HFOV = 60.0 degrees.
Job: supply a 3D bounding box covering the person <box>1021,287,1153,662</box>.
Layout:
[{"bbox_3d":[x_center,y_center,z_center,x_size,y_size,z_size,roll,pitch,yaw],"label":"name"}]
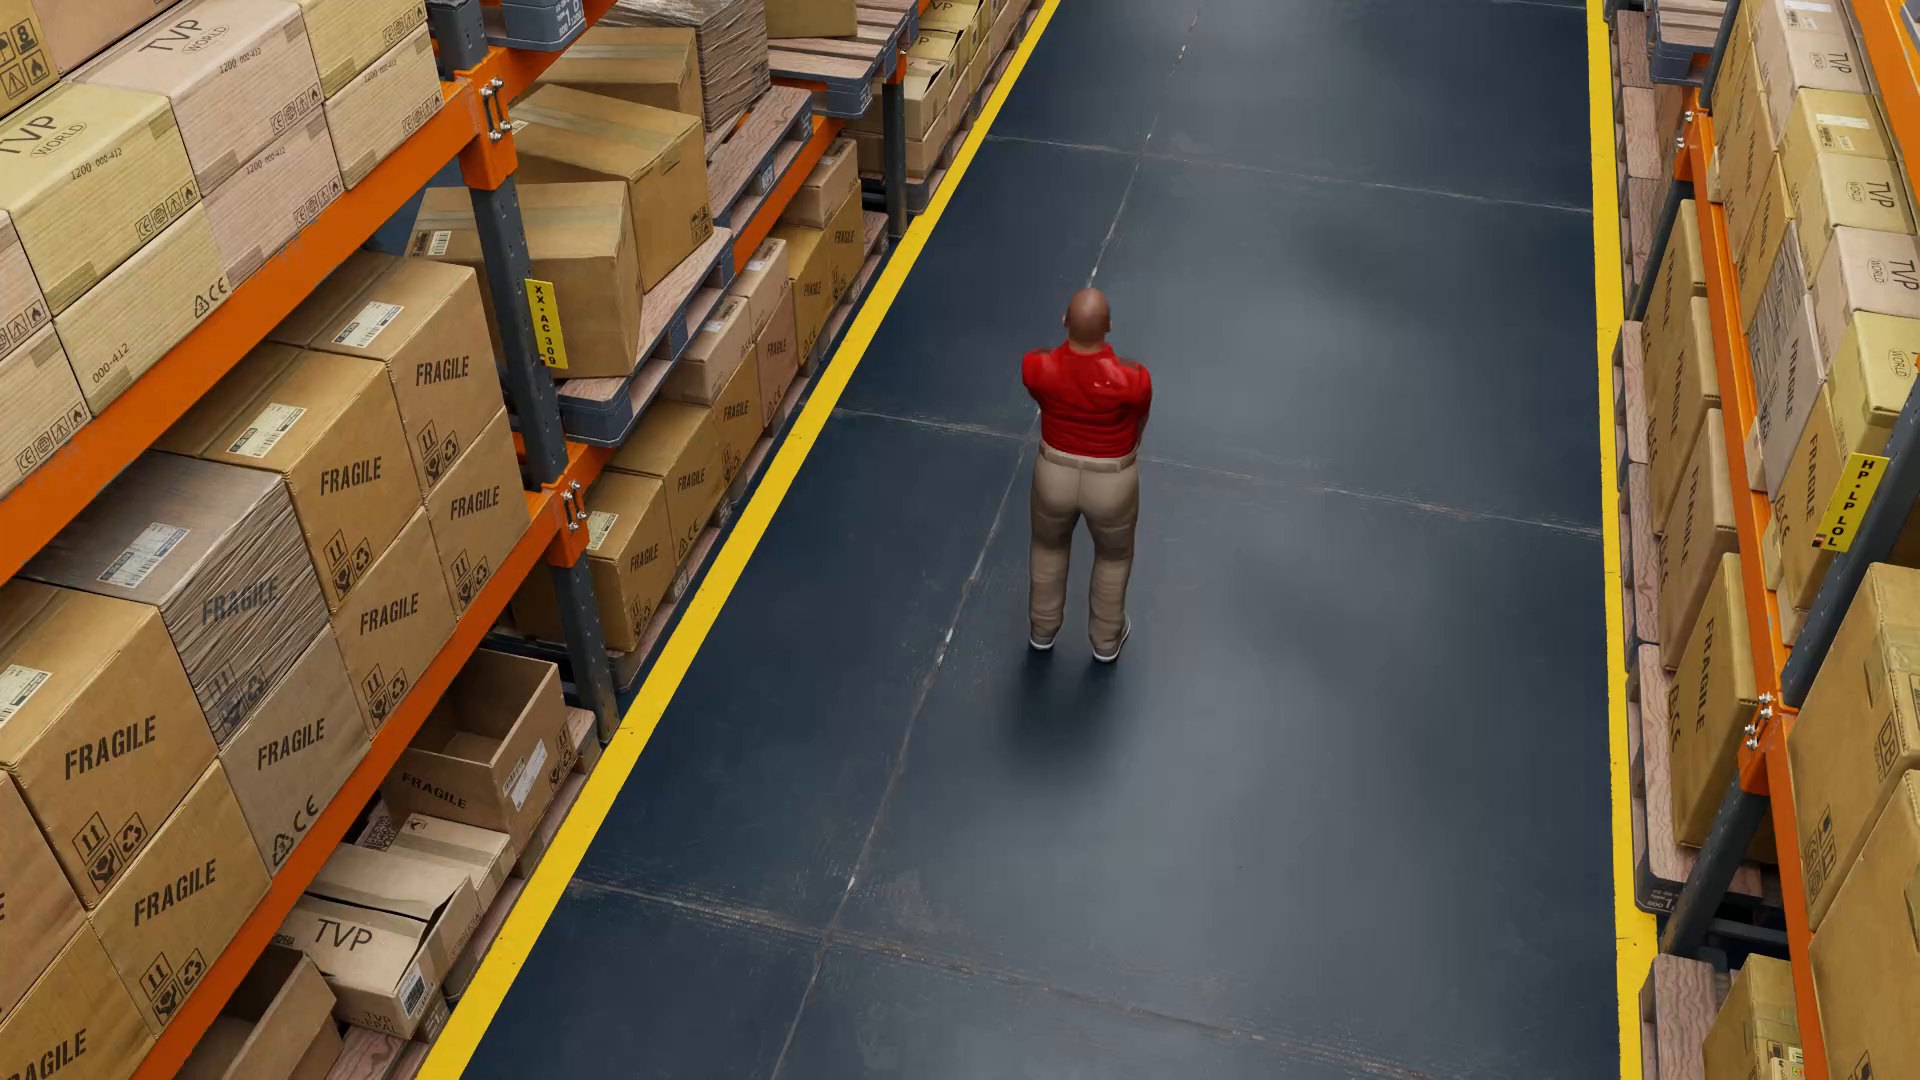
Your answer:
[{"bbox_3d":[0.496,-0.299,6.525,0.490,1.724,0.542,10,42,11],"label":"person"}]
